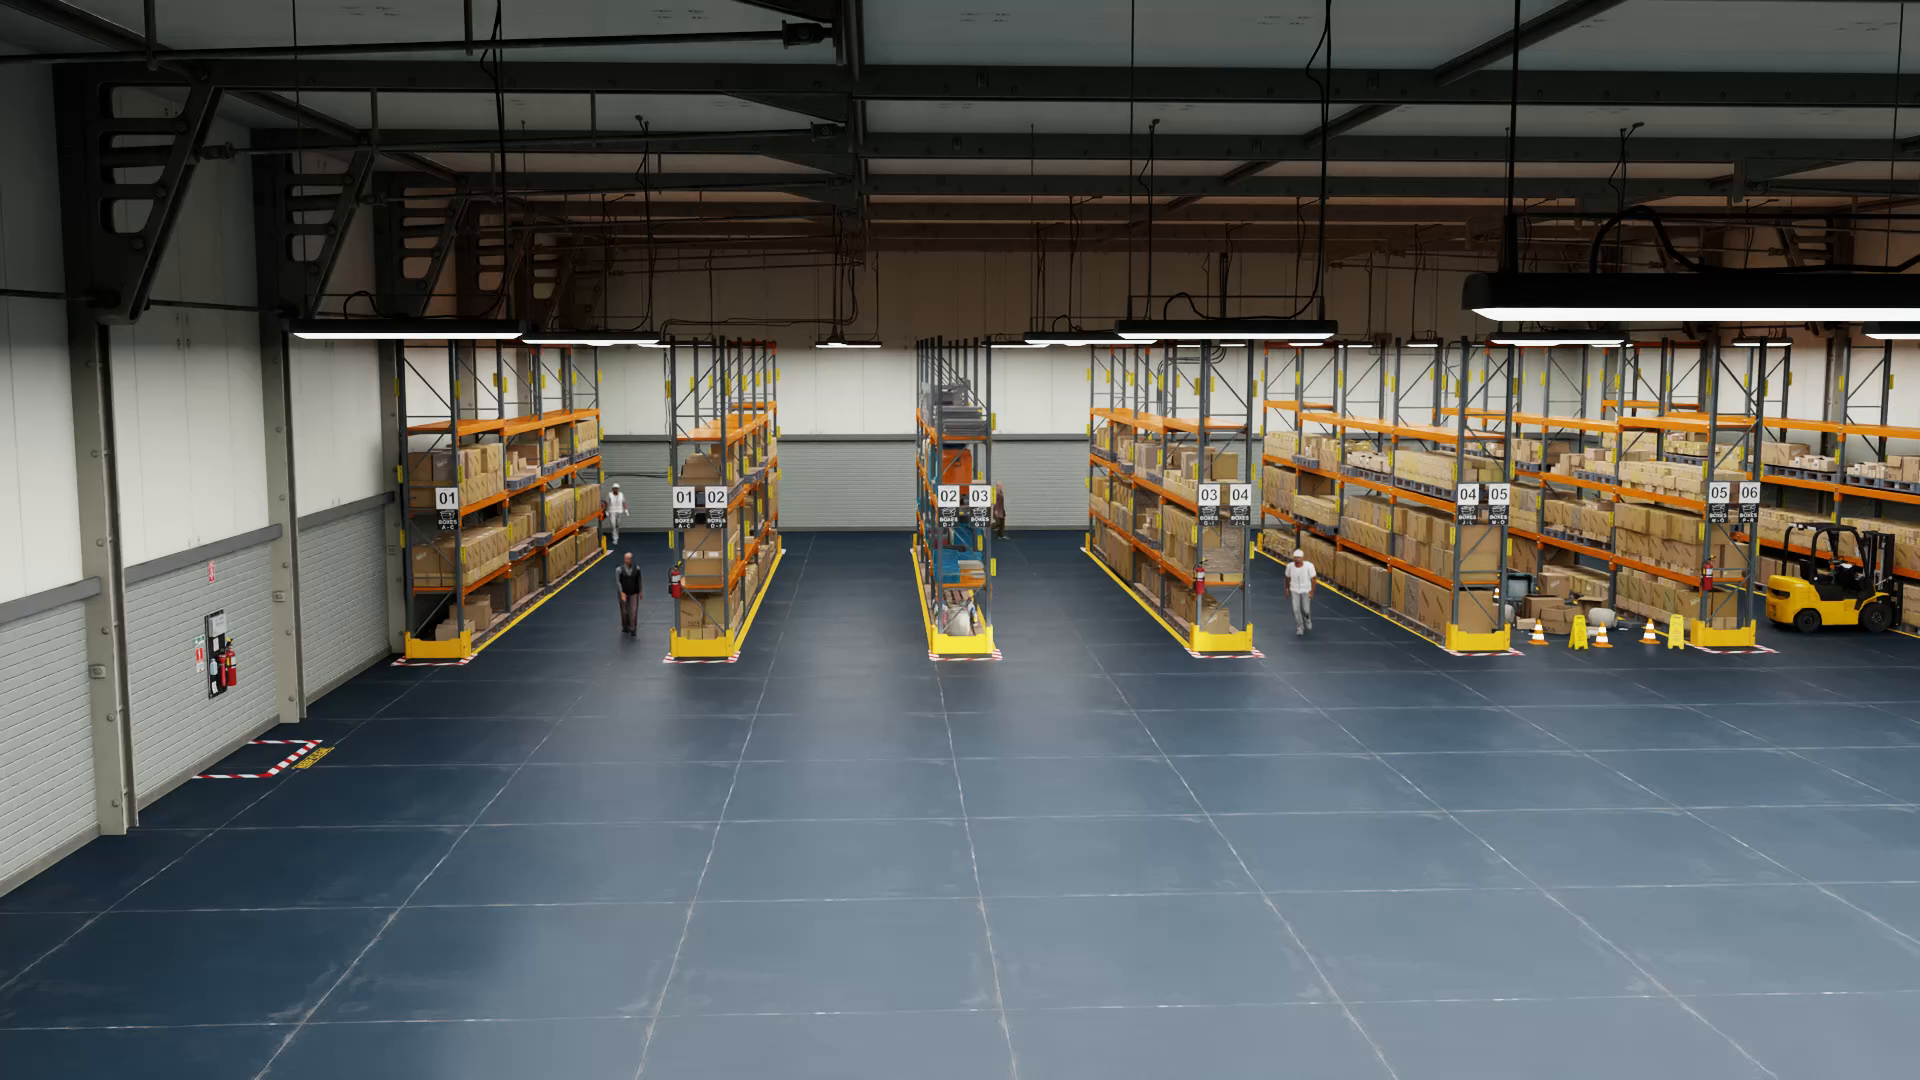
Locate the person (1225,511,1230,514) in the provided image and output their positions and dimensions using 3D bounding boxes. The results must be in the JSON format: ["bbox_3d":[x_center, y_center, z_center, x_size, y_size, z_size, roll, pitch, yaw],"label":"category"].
[{"bbox_3d":[7.176,-0.141,44.441,0.447,1.606,1.064,0,6,-2],"label":"person"}]

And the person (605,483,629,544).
[{"bbox_3d":[-10.278,-0.819,49.806,0.635,1.753,0.980,-3,7,-27],"label":"person"}]

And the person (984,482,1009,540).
[{"bbox_3d":[1.111,-0.887,50.365,0.738,1.768,0.645,2,7,20],"label":"person"}]

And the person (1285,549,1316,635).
[{"bbox_3d":[6.937,1.029,33.819,0.630,1.732,0.717,2,7,20],"label":"person"}]

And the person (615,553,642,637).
[{"bbox_3d":[-6.651,1.084,33.452,0.537,1.658,1.015,-2,7,-16],"label":"person"}]
